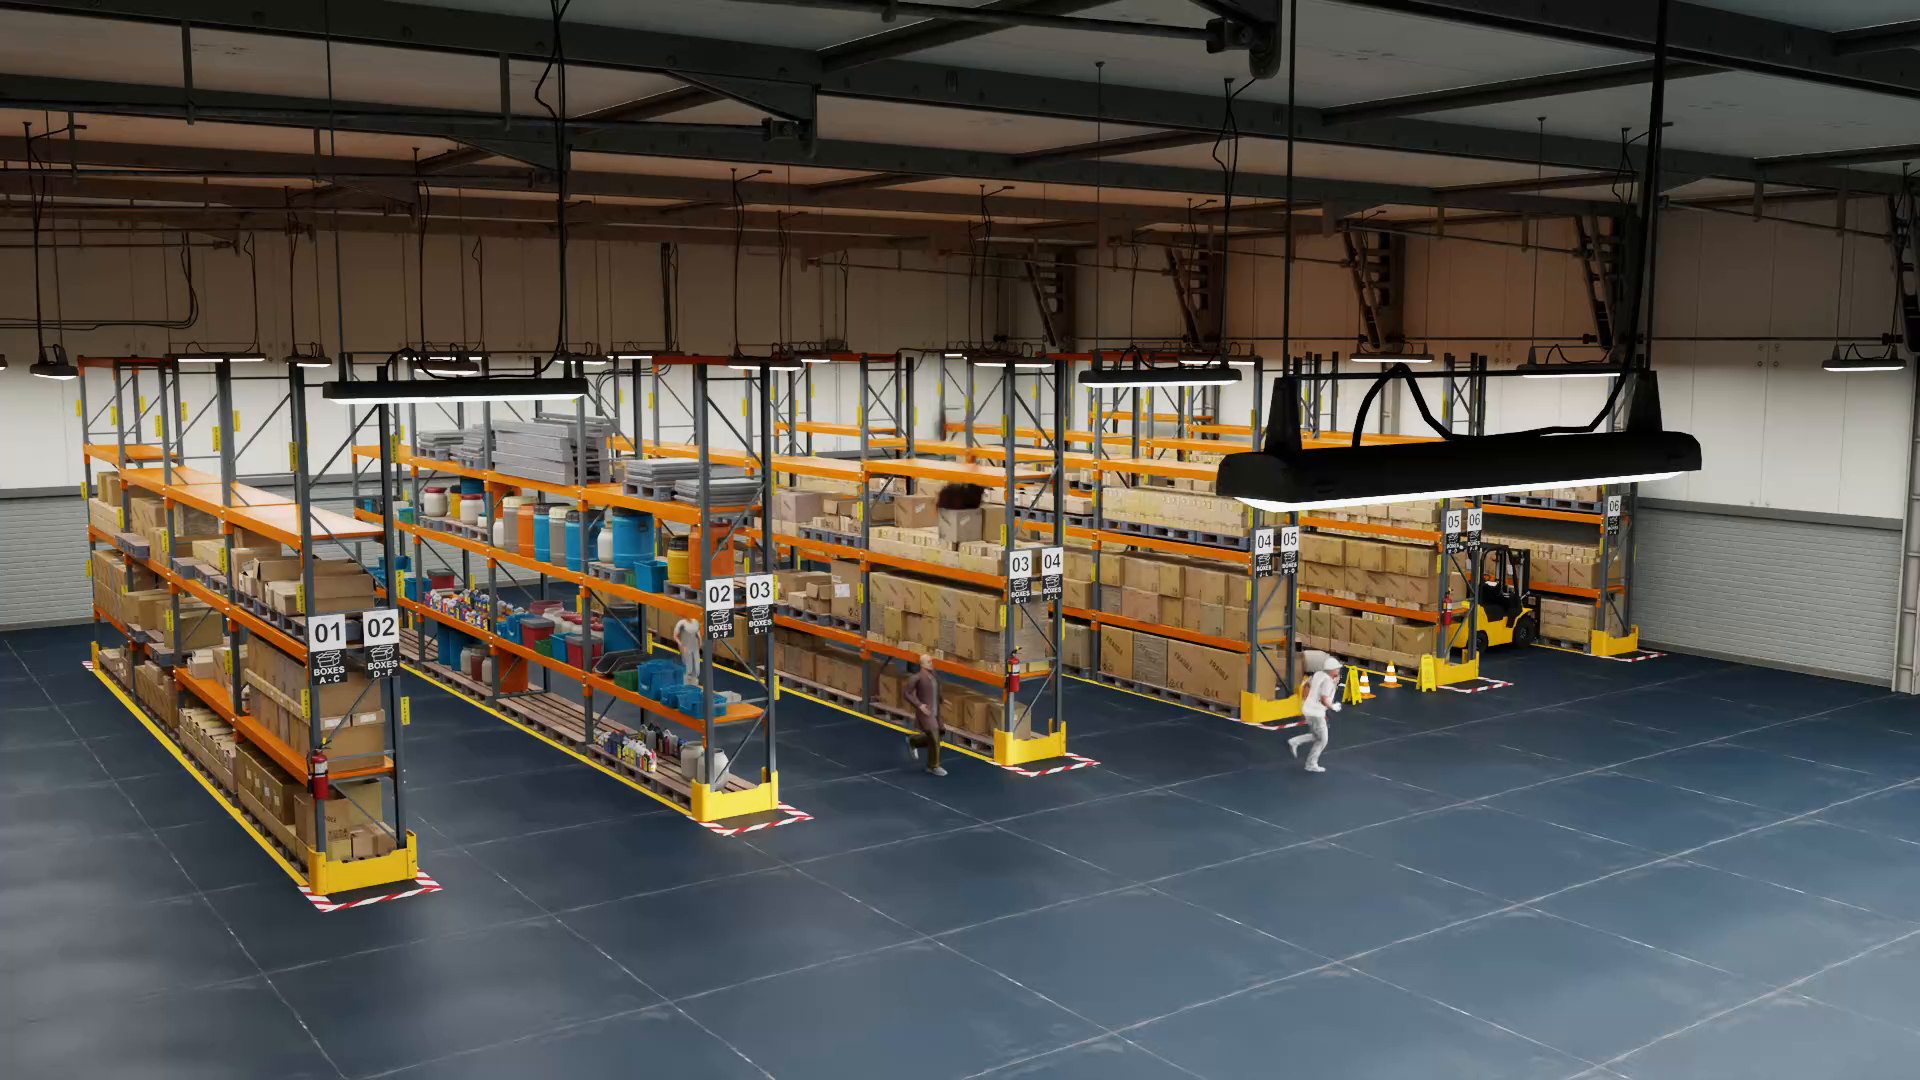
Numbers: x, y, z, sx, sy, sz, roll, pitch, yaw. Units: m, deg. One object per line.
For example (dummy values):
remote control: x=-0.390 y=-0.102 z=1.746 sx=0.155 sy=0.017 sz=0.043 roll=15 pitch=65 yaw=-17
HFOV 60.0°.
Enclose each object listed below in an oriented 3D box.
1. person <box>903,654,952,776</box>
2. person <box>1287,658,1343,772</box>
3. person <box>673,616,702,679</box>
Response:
person: x=-0.523 y=2.634 z=24.316 sx=0.803 sy=1.559 sz=0.712 roll=5 pitch=9 yaw=35
person: x=5.186 y=2.562 z=24.301 sx=0.769 sy=1.705 sz=0.675 roll=1 pitch=7 yaw=5
person: x=-4.816 y=1.955 z=29.494 sx=0.585 sy=1.647 sz=0.605 roll=-6 pitch=9 yaw=-41
